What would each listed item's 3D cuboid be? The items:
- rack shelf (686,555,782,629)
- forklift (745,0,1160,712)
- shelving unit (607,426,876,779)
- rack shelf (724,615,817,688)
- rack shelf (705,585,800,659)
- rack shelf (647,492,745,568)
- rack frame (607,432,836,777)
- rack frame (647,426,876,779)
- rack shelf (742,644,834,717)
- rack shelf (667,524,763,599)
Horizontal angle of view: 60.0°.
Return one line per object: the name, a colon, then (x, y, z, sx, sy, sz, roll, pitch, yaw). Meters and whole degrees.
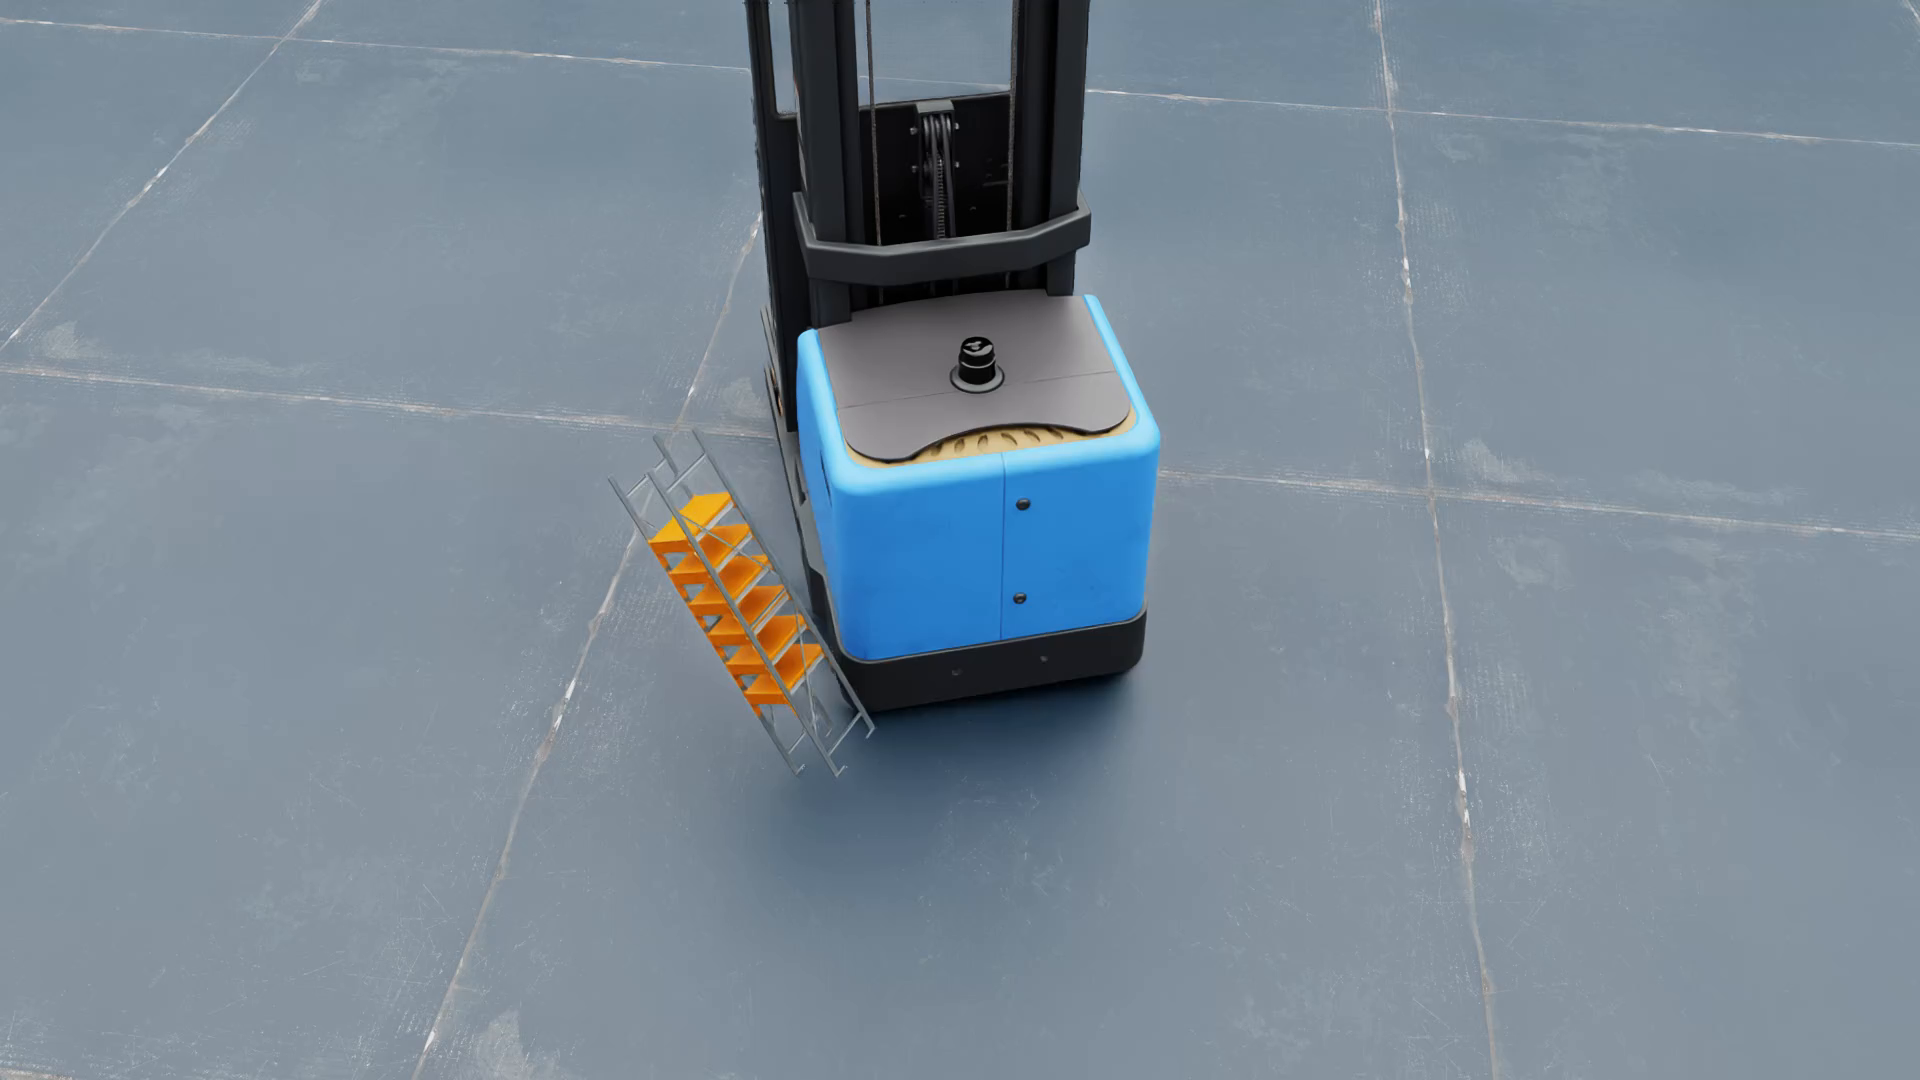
rack shelf: (-0.692, 0.157, 5.154, 0.180, 0.103, 0.258, -4, 34, 40)
forklift: (-0.182, -1.519, 5.723, 1.130, 2.935, 3.031, -8, 44, -9)
shelving unit: (-0.660, 0.217, 5.186, 0.189, 1.200, 0.258, -4, 34, 40)
rack shelf: (-0.590, 0.348, 5.258, 0.180, 0.103, 0.258, -4, 34, 40)
rack shelf: (-0.641, 0.253, 5.206, 0.180, 0.103, 0.258, -4, 34, 40)
rack shelf: (-0.793, -0.034, 5.050, 0.180, 0.103, 0.258, -4, 34, 40)
rack frame: (-0.730, 0.223, 5.245, 0.006, 1.200, 0.240, -4, 34, 40)
rack frame: (-0.590, 0.212, 5.128, 0.006, 1.200, 0.240, -4, 34, 40)
rack shelf: (-0.540, 0.444, 5.310, 0.180, 0.103, 0.258, -4, 34, 40)
rack shelf: (-0.742, 0.061, 5.102, 0.180, 0.103, 0.258, -4, 34, 40)
